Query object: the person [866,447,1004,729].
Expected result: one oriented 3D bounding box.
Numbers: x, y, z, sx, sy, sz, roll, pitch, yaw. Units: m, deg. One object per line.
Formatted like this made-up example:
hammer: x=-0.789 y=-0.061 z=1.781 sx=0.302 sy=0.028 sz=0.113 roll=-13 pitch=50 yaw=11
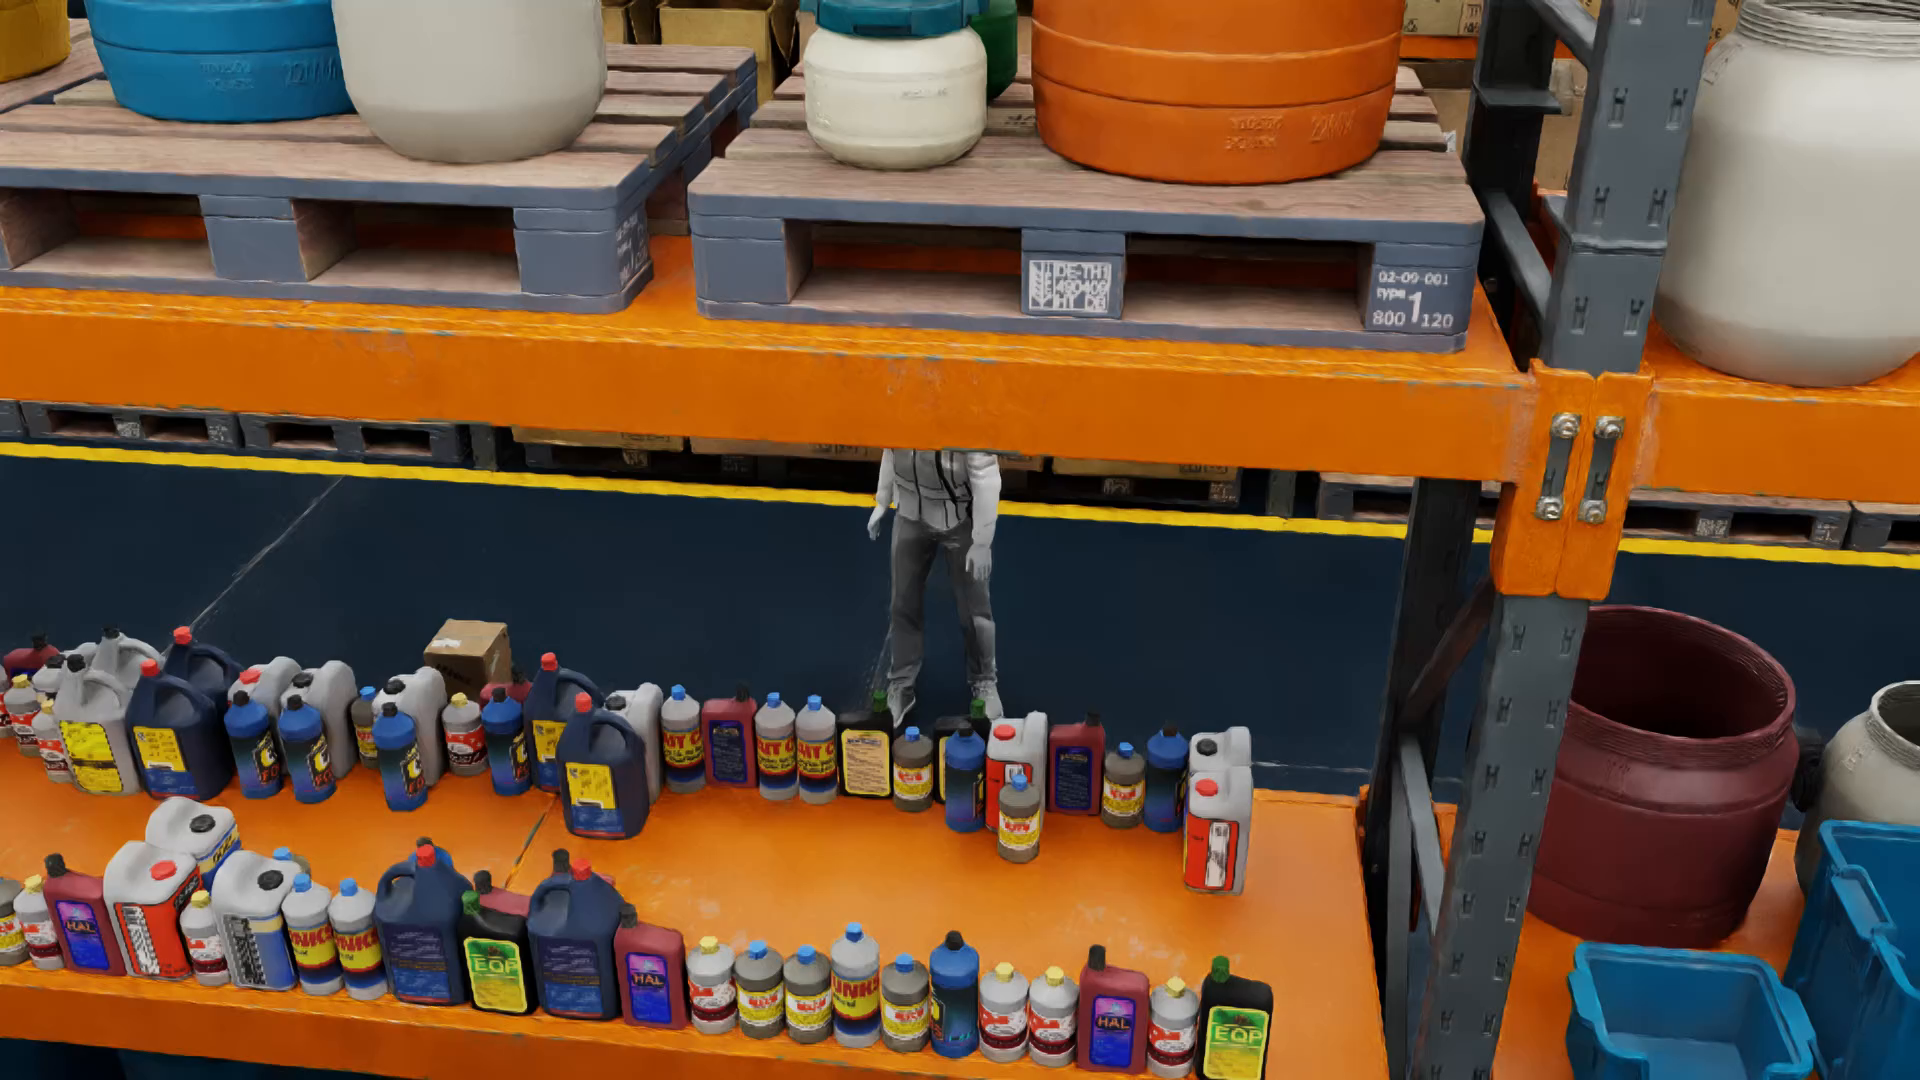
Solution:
person: x=-0.115 y=-0.052 z=6.157 sx=0.569 sy=1.673 sz=0.524 roll=17 pitch=33 yaw=29
